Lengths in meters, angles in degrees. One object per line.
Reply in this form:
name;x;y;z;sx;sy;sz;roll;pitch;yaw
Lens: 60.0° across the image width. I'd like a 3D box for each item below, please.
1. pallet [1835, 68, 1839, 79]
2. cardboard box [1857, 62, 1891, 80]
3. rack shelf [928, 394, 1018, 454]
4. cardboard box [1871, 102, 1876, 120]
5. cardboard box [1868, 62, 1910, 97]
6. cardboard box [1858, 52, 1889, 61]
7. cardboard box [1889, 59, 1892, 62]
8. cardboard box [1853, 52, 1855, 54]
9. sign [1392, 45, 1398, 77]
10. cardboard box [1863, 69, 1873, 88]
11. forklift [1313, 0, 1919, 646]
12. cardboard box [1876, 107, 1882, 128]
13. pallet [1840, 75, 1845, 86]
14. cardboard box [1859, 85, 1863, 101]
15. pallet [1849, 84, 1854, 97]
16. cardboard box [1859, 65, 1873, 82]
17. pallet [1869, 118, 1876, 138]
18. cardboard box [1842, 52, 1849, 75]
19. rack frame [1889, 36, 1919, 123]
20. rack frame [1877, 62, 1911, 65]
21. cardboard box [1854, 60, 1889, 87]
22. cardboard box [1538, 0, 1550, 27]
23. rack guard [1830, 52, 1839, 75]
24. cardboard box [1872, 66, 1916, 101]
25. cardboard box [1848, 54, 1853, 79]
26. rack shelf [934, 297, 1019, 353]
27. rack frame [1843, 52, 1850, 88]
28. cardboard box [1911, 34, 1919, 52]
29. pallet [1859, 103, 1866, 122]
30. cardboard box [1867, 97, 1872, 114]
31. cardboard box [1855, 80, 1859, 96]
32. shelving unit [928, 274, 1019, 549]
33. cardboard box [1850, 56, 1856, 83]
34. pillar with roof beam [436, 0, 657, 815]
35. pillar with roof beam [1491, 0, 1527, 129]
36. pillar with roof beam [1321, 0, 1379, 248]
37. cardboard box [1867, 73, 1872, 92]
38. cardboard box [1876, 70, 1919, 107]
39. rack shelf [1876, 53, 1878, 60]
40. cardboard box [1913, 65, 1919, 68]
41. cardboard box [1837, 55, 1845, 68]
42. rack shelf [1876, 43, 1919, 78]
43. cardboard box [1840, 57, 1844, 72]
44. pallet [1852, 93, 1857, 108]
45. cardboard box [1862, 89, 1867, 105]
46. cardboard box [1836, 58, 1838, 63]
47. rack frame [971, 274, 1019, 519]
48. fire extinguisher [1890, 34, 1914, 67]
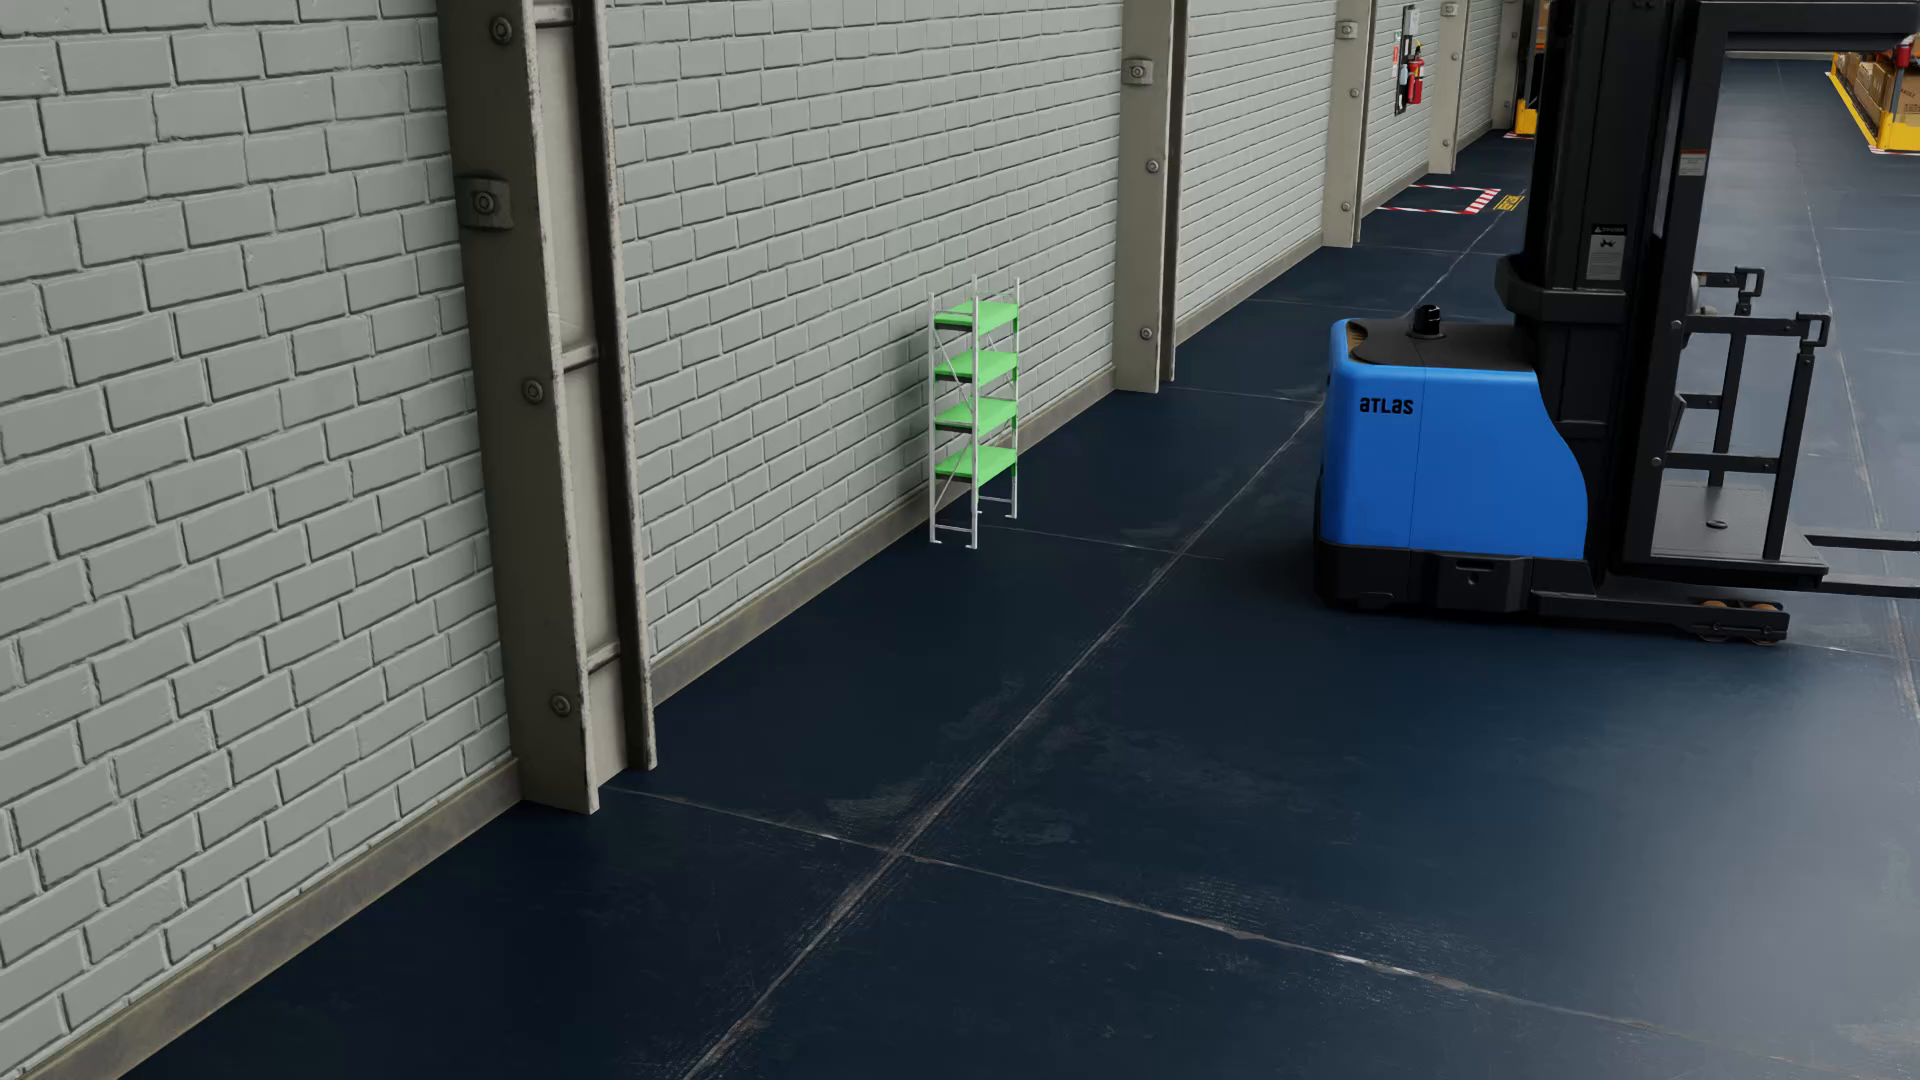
pallet;19.777;-10.231;36.422;1.003;0.211;1.213;9;21;23
cardboard box;16.375;-8.413;29.788;0.500;0.311;0.500;9;22;25
rack shelf;0.068;-0.556;7.931;0.258;0.148;0.480;9;21;23
cardboard box;14.135;-6.488;25.211;0.500;0.250;0.500;9;21;23
cardboard box;14.744;-7.300;26.377;0.500;0.500;0.500;9;21;23
cardboard box;17.046;-9.085;30.993;0.500;0.250;0.500;9;22;25
cardboard box;17.514;-8.656;30.907;0.500;0.500;0.500;8;21;21
cardboard box;17.666;-9.552;32.305;0.500;0.250;0.500;9;21;23
sign;4.734;-5.209;18.087;0.001;0.329;0.234;9;21;23
cardboard box;15.538;-7.785;28.023;0.500;0.311;0.500;8;21;23
forklift;3.093;-1.145;6.815;3.031;2.935;1.130;4;20;11
cardboard box;13.726;-6.182;24.352;0.500;0.250;0.500;9;21;23
pallet;18.778;-9.485;34.324;1.003;0.211;1.213;9;21;23
cardboard box;15.753;-7.678;28.560;0.500;0.250;0.500;9;21;24
pallet;17.699;-8.647;31.968;1.003;0.211;1.213;9;21;23
cardboard box;15.957;-8.096;28.896;0.500;0.311;0.500;8;21;21
pallet;14.358;-6.218;25.138;1.003;0.211;1.213;9;21;23
cardboard box;18.470;-9.832;34.211;0.500;0.500;0.500;9;21;23
rack frame;13.582;-6.921;22.952;1.000;3.000;0.127;9;21;23
rack frame;15.220;-8.143;26.390;1.000;3.000;0.127;9;21;23
cardboard box;17.026;-8.714;31.068;0.500;0.500;0.500;9;22;25
cardboard box;9.060;-8.065;25.243;0.500;0.500;0.500;8;21;22
rack guard;20.102;-10.611;37.059;1.175;0.500;0.348;9;21;23
cardboard box;14.335;-6.995;25.518;0.500;0.500;0.500;9;21;23
cardboard box;17.867;-9.339;32.828;0.500;0.500;0.500;9;21;23
rack shelf;0.068;-1.008;7.771;0.258;0.148;0.480;9;21;23
rack frame;18.496;-10.589;33.267;1.000;3.000;0.127;9;21;23
cardboard box;13.785;-7.109;23.332;0.700;0.500;0.500;9;21;23
pallet;15.486;-7.060;27.506;1.003;0.211;1.213;9;21;23
cardboard box;14.544;-6.793;26.071;0.500;0.250;0.500;9;21;23
cardboard box;16.170;-7.995;29.450;0.500;0.250;0.500;8;21;21
shelving unit;0.068;-0.616;7.910;0.258;1.200;0.503;9;21;23
cardboard box;17.448;-9.033;31.967;0.500;0.500;0.500;8;21;21
pillar with roof beam;2.658;-2.831;2.500;9.100;9.000;0.400;9;21;23
pillar with roof beam;12.486;-10.168;23.129;9.100;9.000;0.400;9;21;23
pillar with roof beam;7.572;-6.499;12.815;9.100;9.000;0.400;9;21;23
cardboard box;15.124;-7.473;27.146;0.500;0.311;0.500;9;21;23
cardboard box;13.926;-6.689;24.658;0.500;0.500;0.500;9;21;23
rack shelf;16.039;-8.416;28.230;1.077;0.370;4.000;9;21;23
cardboard box;15.014;-7.076;25.747;0.500;0.500;0.500;9;21;23
cardboard box;19.447;-10.443;36.305;0.500;0.250;0.500;9;21;23
rack shelf;14.401;-7.193;24.792;1.077;0.370;4.000;9;21;23
cardboard box;18.777;-9.972;34.888;0.500;0.311;0.500;9;21;23
pallet;16.485;-7.806;29.603;1.003;0.211;1.213;9;21;23
cardboard box;15.334;-7.367;27.683;0.500;0.250;0.500;8;21;22
cardboard box;19.649;-10.595;36.882;0.380;0.149;0.250;9;21;23
rack frame;0.168;-0.691;8.120;0.240;1.200;0.015;9;21;23
fire extinguisher;13.110;-6.912;23.043;0.296;0.674;0.183;9;21;23
